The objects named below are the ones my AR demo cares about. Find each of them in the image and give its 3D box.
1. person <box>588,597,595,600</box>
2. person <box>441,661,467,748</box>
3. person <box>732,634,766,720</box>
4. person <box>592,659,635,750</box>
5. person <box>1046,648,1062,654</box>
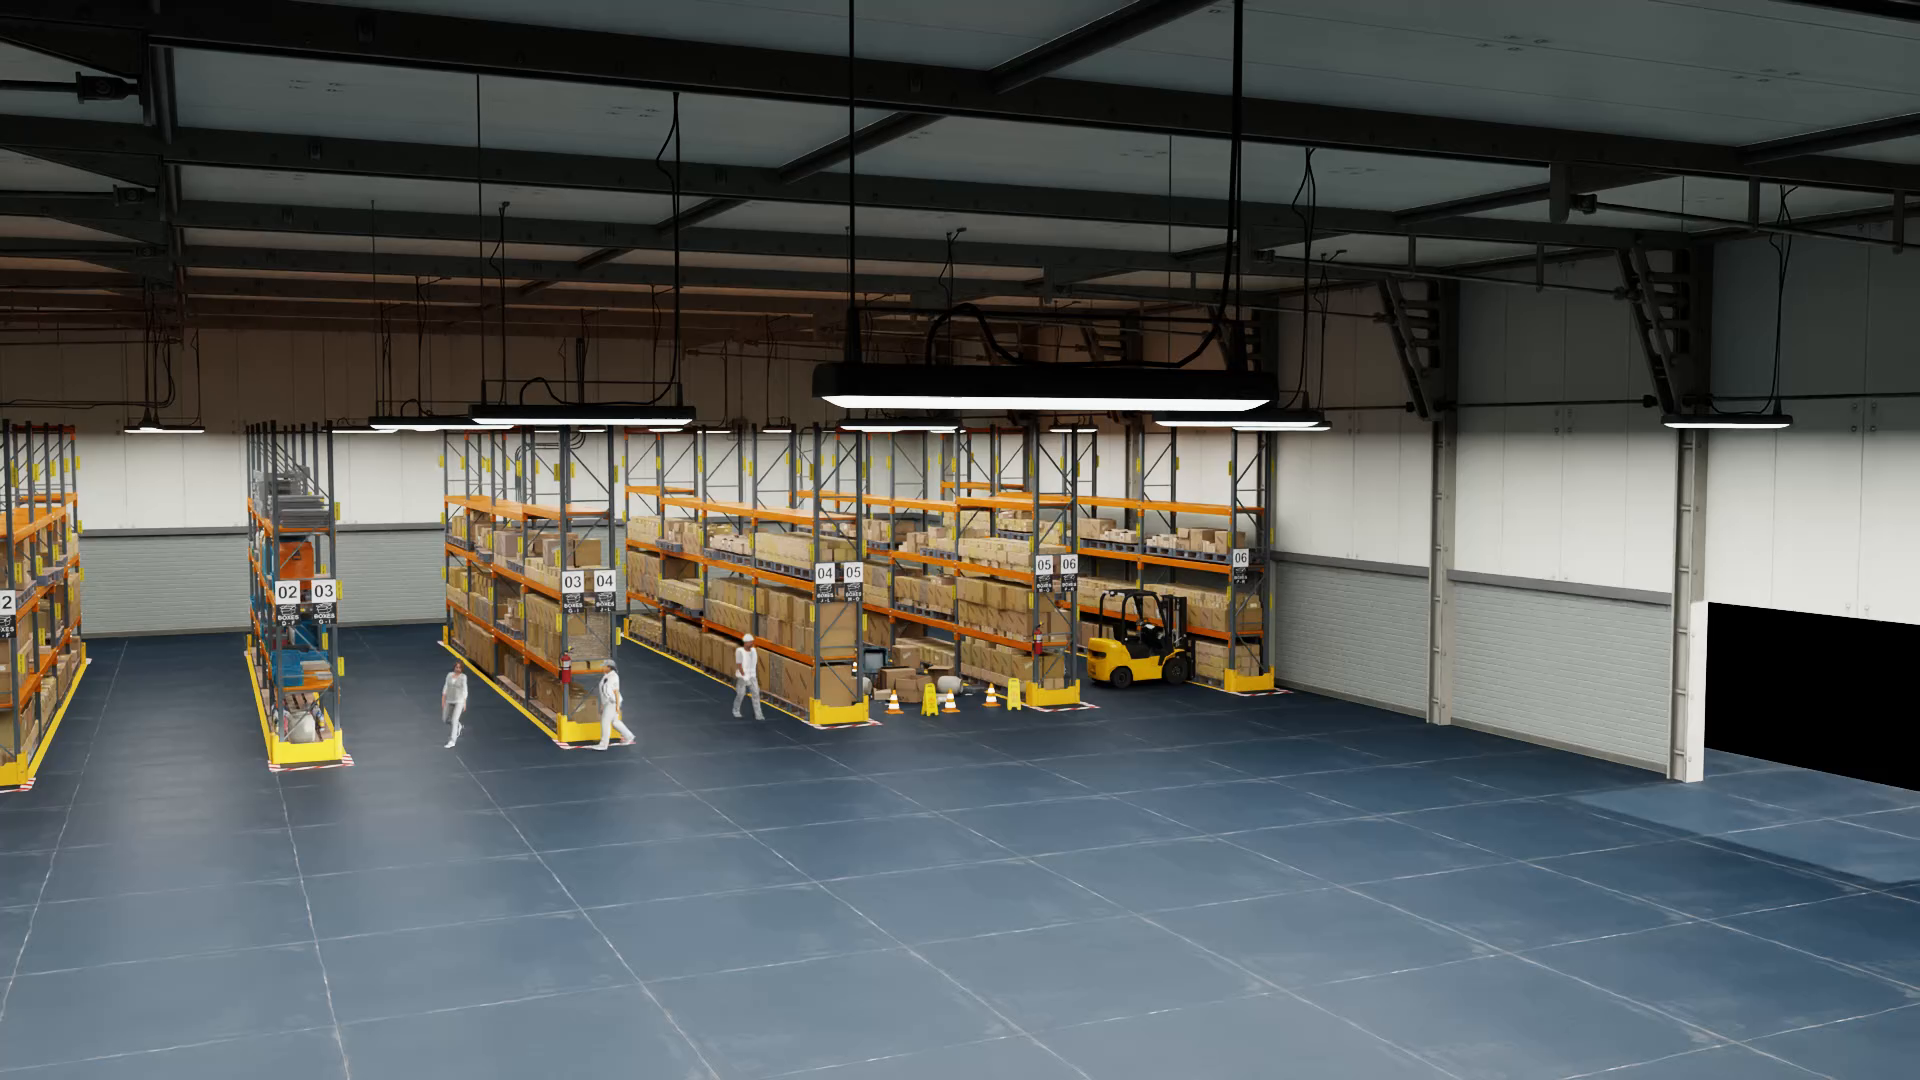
[{"bbox_3d":[-10.482,1.964,47.171,0.475,1.590,0.910,-1,4,-11],"label":"person"},{"bbox_3d":[-9.335,3.014,30.723,0.430,1.577,0.665,0,4,7],"label":"person"},{"bbox_3d":[-4.227,2.750,33.426,0.552,1.717,1.030,-3,5,-39],"label":"person"},{"bbox_3d":[-6.363,2.995,30.484,0.823,1.640,0.486,-1,4,-21],"label":"person"},{"bbox_3d":[2.267,2.445,40.019,0.531,1.570,0.725,-2,4,-24],"label":"person"}]
